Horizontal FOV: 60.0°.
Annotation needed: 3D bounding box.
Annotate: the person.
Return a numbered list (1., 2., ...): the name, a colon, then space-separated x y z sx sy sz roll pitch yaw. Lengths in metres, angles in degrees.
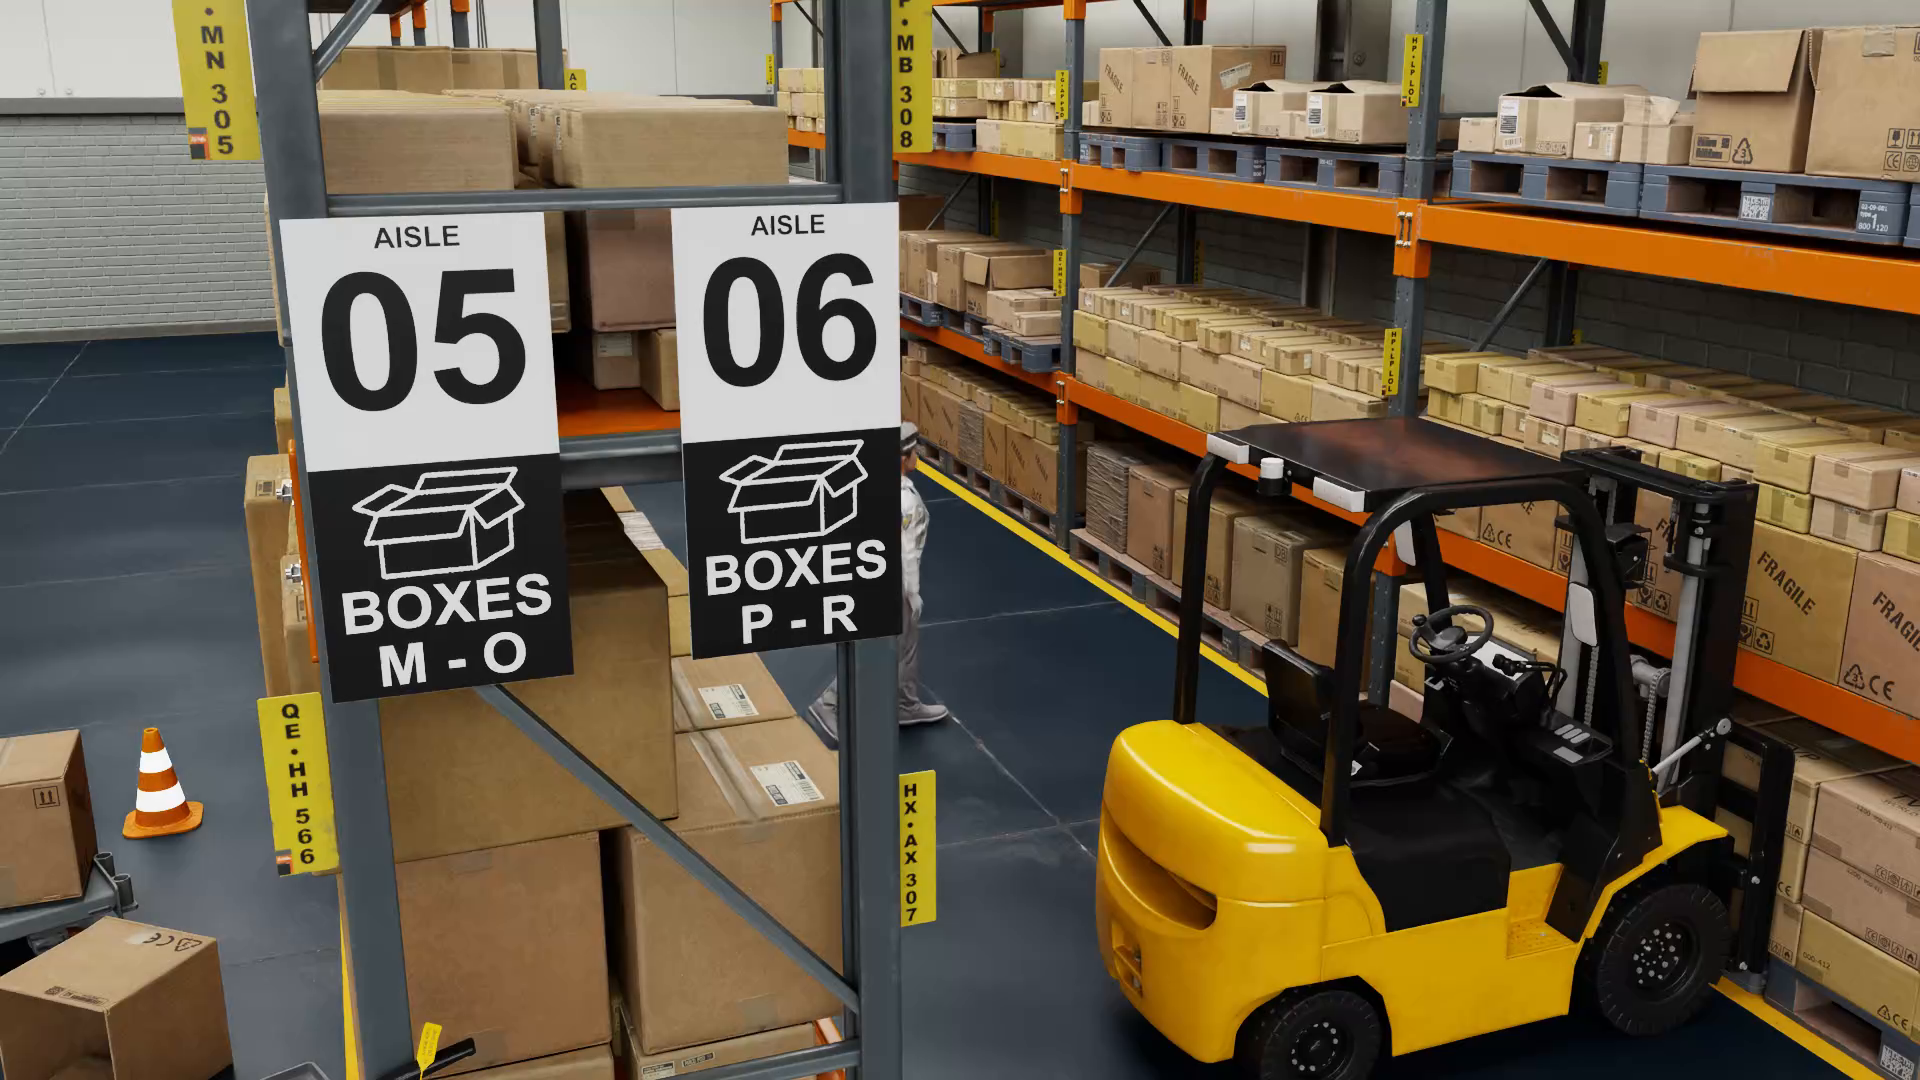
1. person: -0.422 0.229 8.626 0.821 1.663 0.532 -5 16 -17
